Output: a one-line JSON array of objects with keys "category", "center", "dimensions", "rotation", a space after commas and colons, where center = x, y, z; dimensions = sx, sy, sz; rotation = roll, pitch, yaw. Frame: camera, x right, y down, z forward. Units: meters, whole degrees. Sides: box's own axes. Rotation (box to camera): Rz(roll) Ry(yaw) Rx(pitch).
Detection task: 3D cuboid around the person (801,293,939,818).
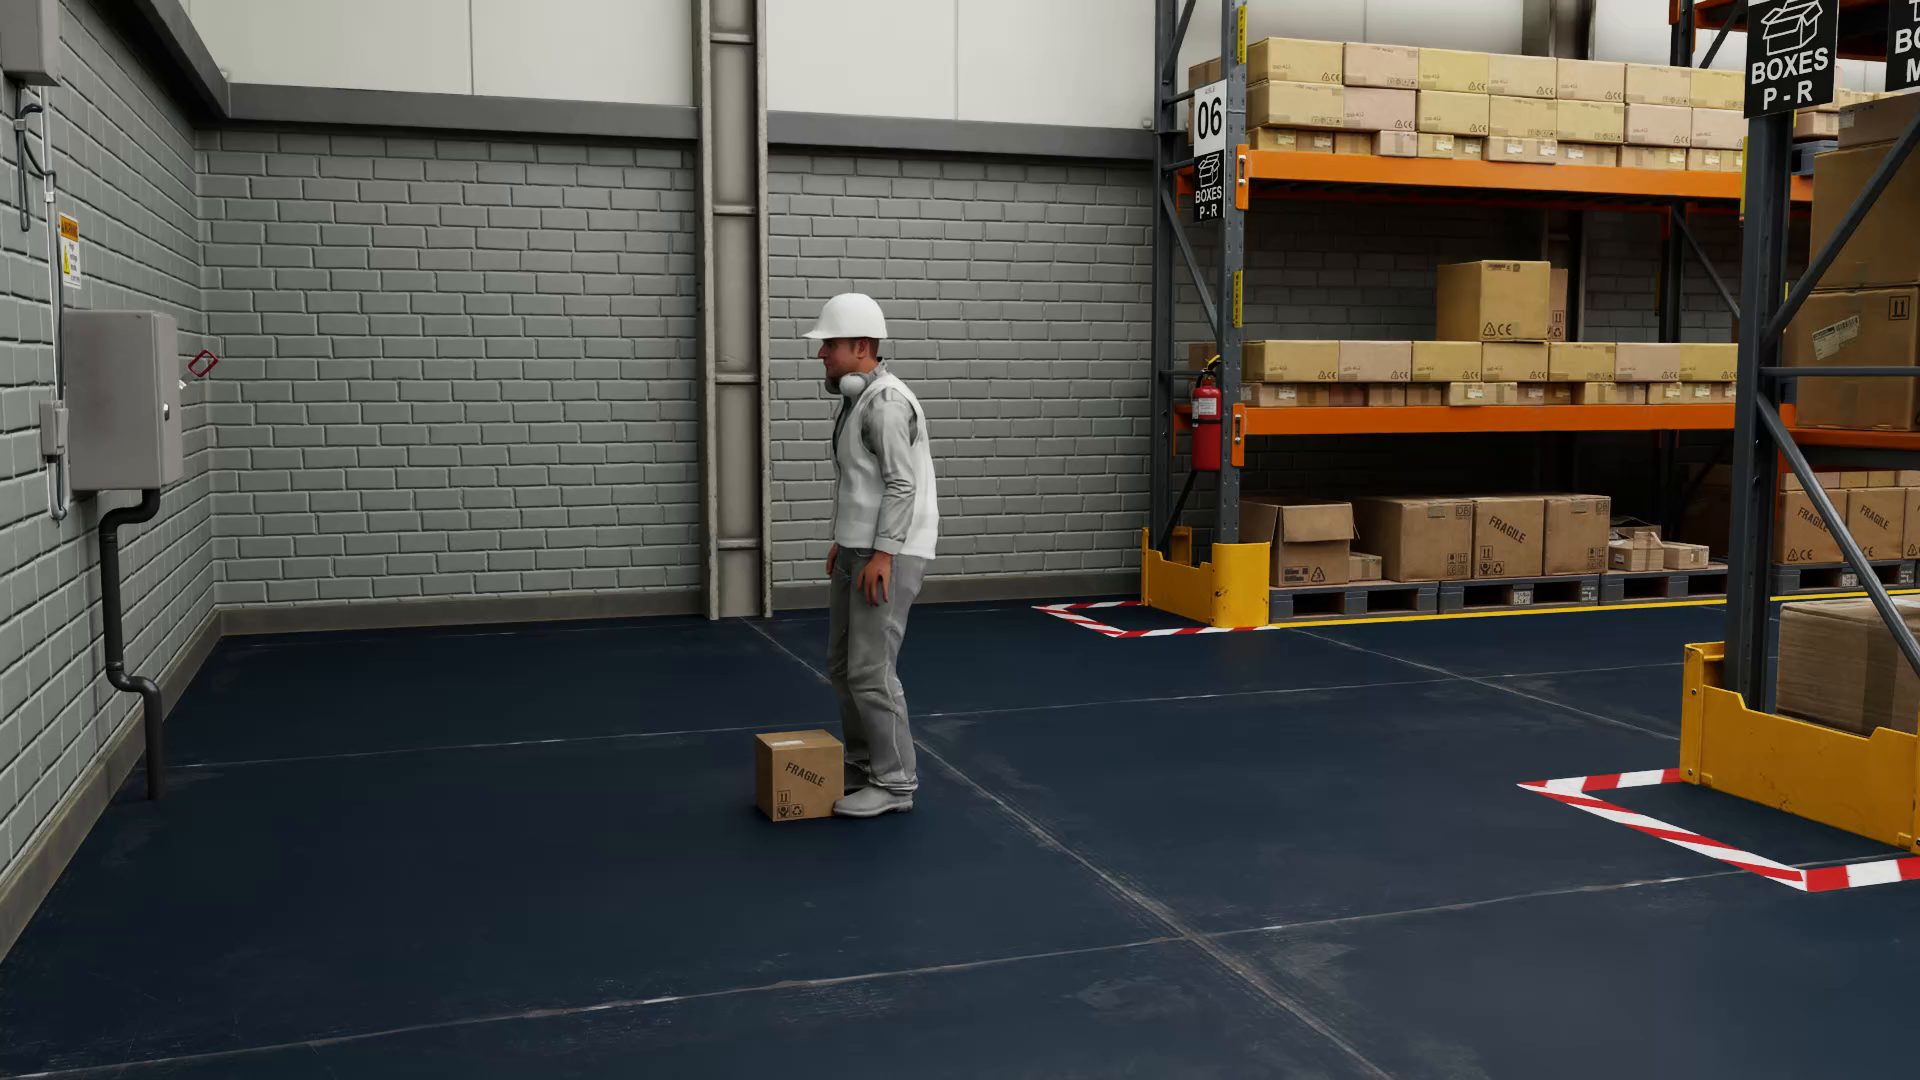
[{"category": "person", "center": [-0.317, 0.043, 5.753], "dimensions": [0.462, 1.772, 0.580], "rotation": [-2, 6, -19]}]
